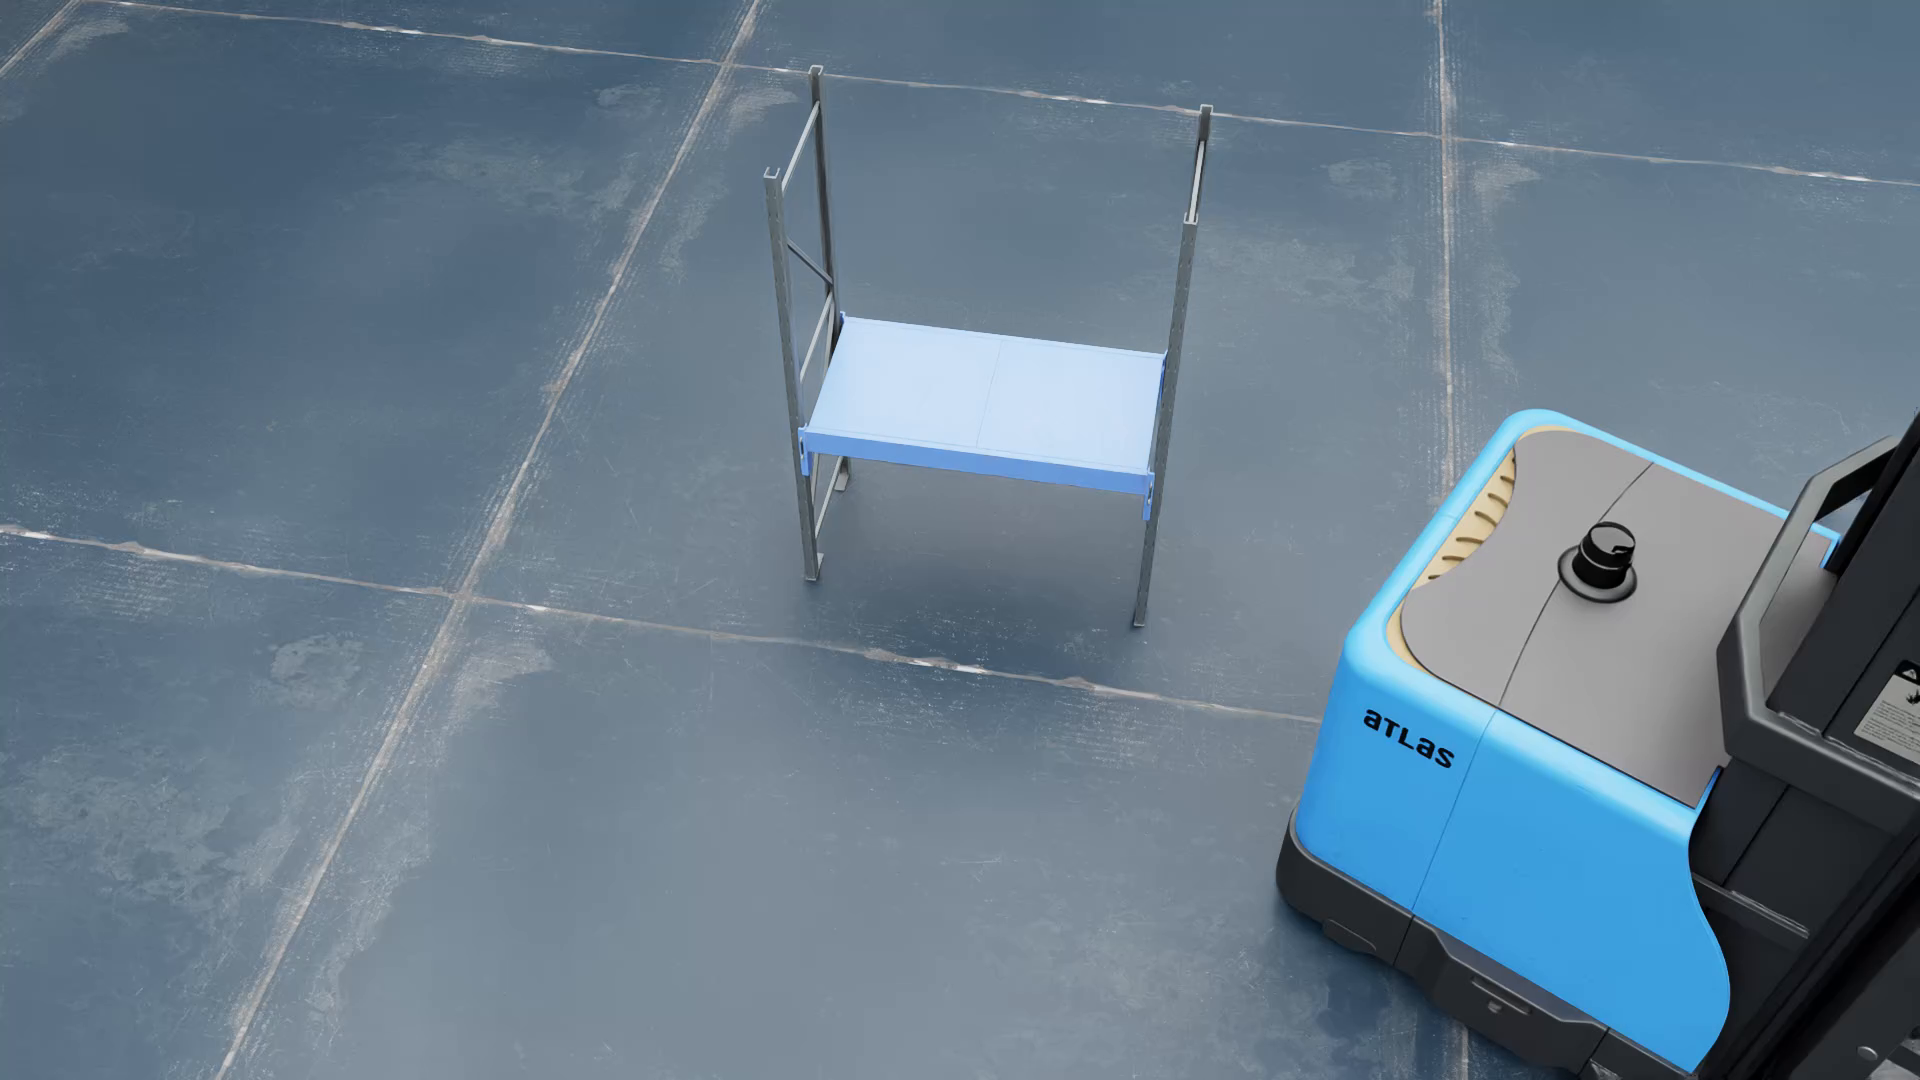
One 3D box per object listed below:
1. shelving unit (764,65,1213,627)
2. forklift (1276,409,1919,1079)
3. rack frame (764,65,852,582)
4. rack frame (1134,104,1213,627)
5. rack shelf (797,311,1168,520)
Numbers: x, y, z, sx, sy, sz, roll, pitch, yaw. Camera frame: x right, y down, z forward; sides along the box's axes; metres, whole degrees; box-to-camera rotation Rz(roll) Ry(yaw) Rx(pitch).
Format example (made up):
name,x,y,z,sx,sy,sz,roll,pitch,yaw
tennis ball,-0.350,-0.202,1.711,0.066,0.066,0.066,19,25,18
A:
name,x,y,z,sx,sy,sz,roll,pitch,yaw
shelving unit,0.084,-0.490,4.682,1.048,1.500,0.538,8,49,7
forklift,2.317,0.325,2.988,3.031,2.935,1.130,29,54,23
rack frame,-0.416,-0.557,4.742,0.032,1.500,0.500,8,49,7
rack frame,0.584,-0.423,4.622,0.032,1.500,0.500,8,49,7
rack shelf,0.084,-0.370,4.816,1.000,0.185,0.538,8,49,7
